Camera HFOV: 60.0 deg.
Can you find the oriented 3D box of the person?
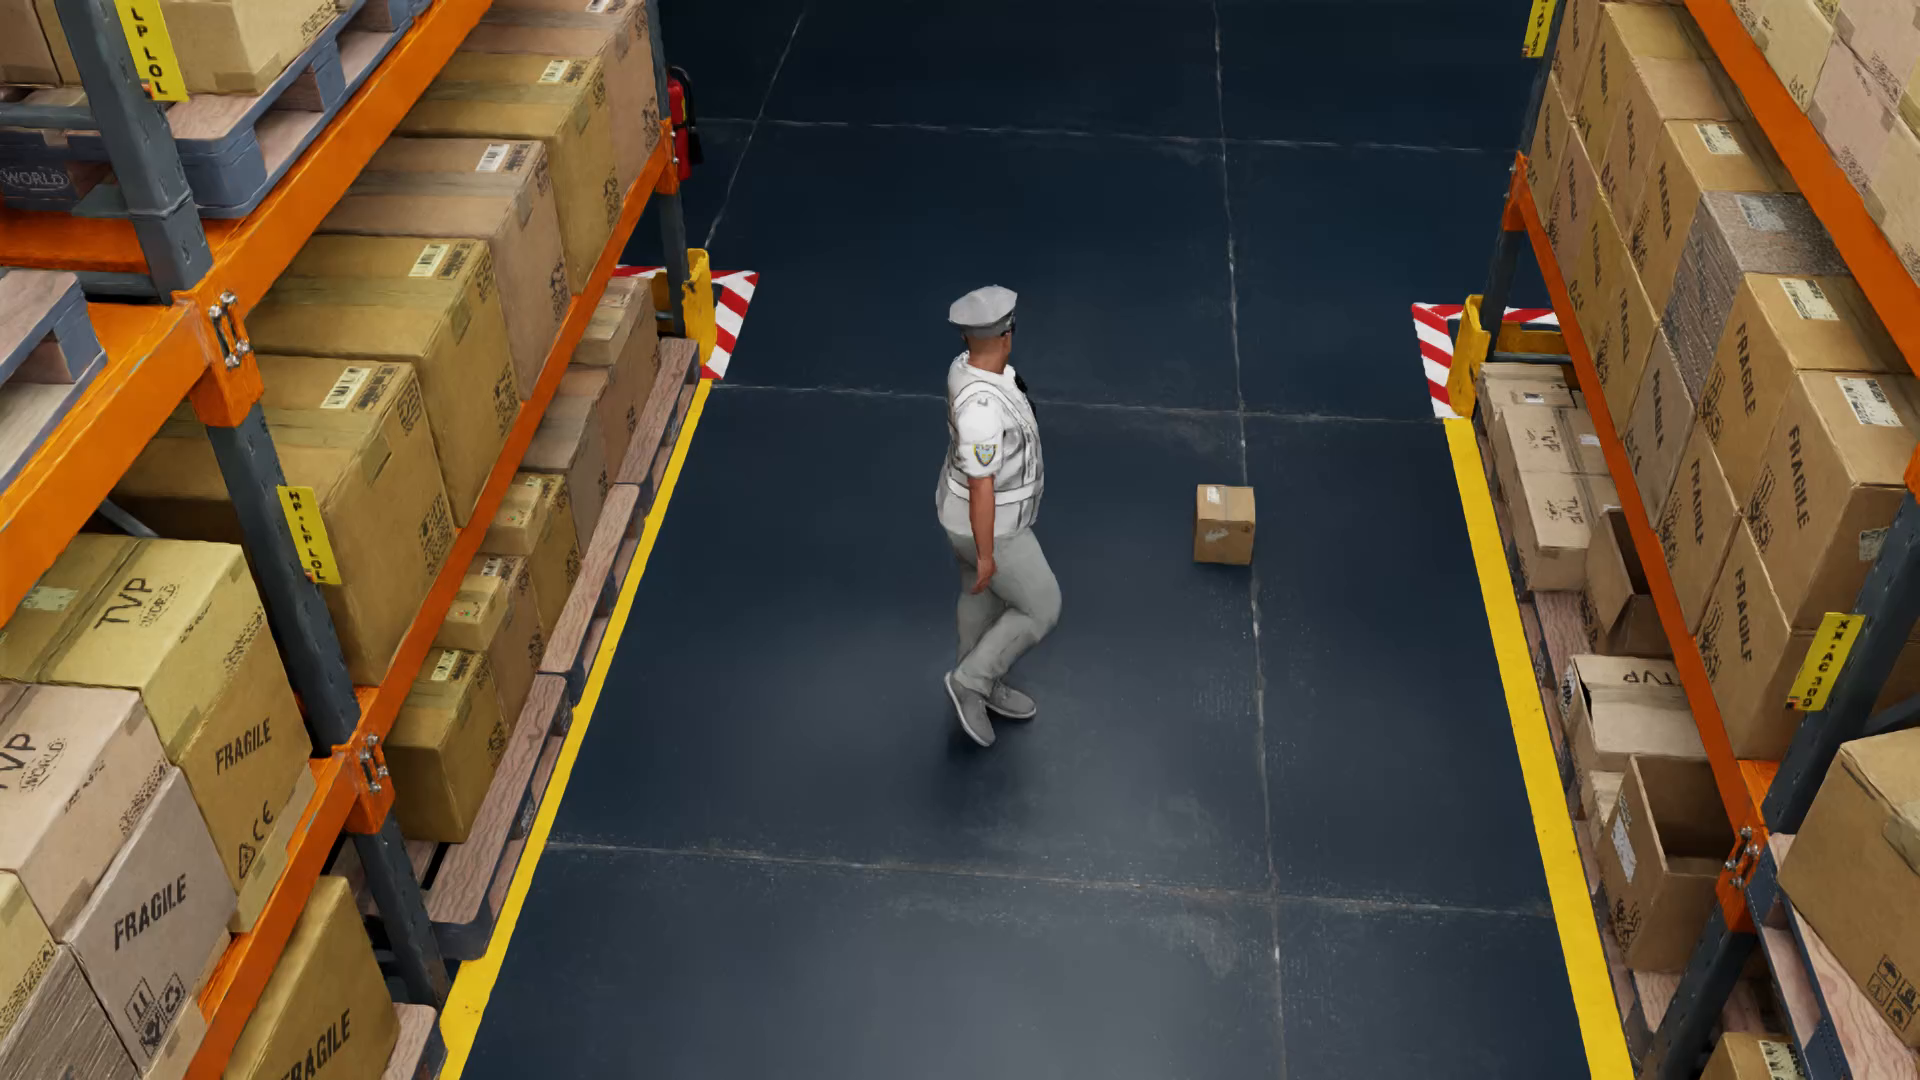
[{"bbox_3d":[0.146,-0.058,6.216,0.471,1.741,0.747,-2,40,-2],"label":"person"}]
